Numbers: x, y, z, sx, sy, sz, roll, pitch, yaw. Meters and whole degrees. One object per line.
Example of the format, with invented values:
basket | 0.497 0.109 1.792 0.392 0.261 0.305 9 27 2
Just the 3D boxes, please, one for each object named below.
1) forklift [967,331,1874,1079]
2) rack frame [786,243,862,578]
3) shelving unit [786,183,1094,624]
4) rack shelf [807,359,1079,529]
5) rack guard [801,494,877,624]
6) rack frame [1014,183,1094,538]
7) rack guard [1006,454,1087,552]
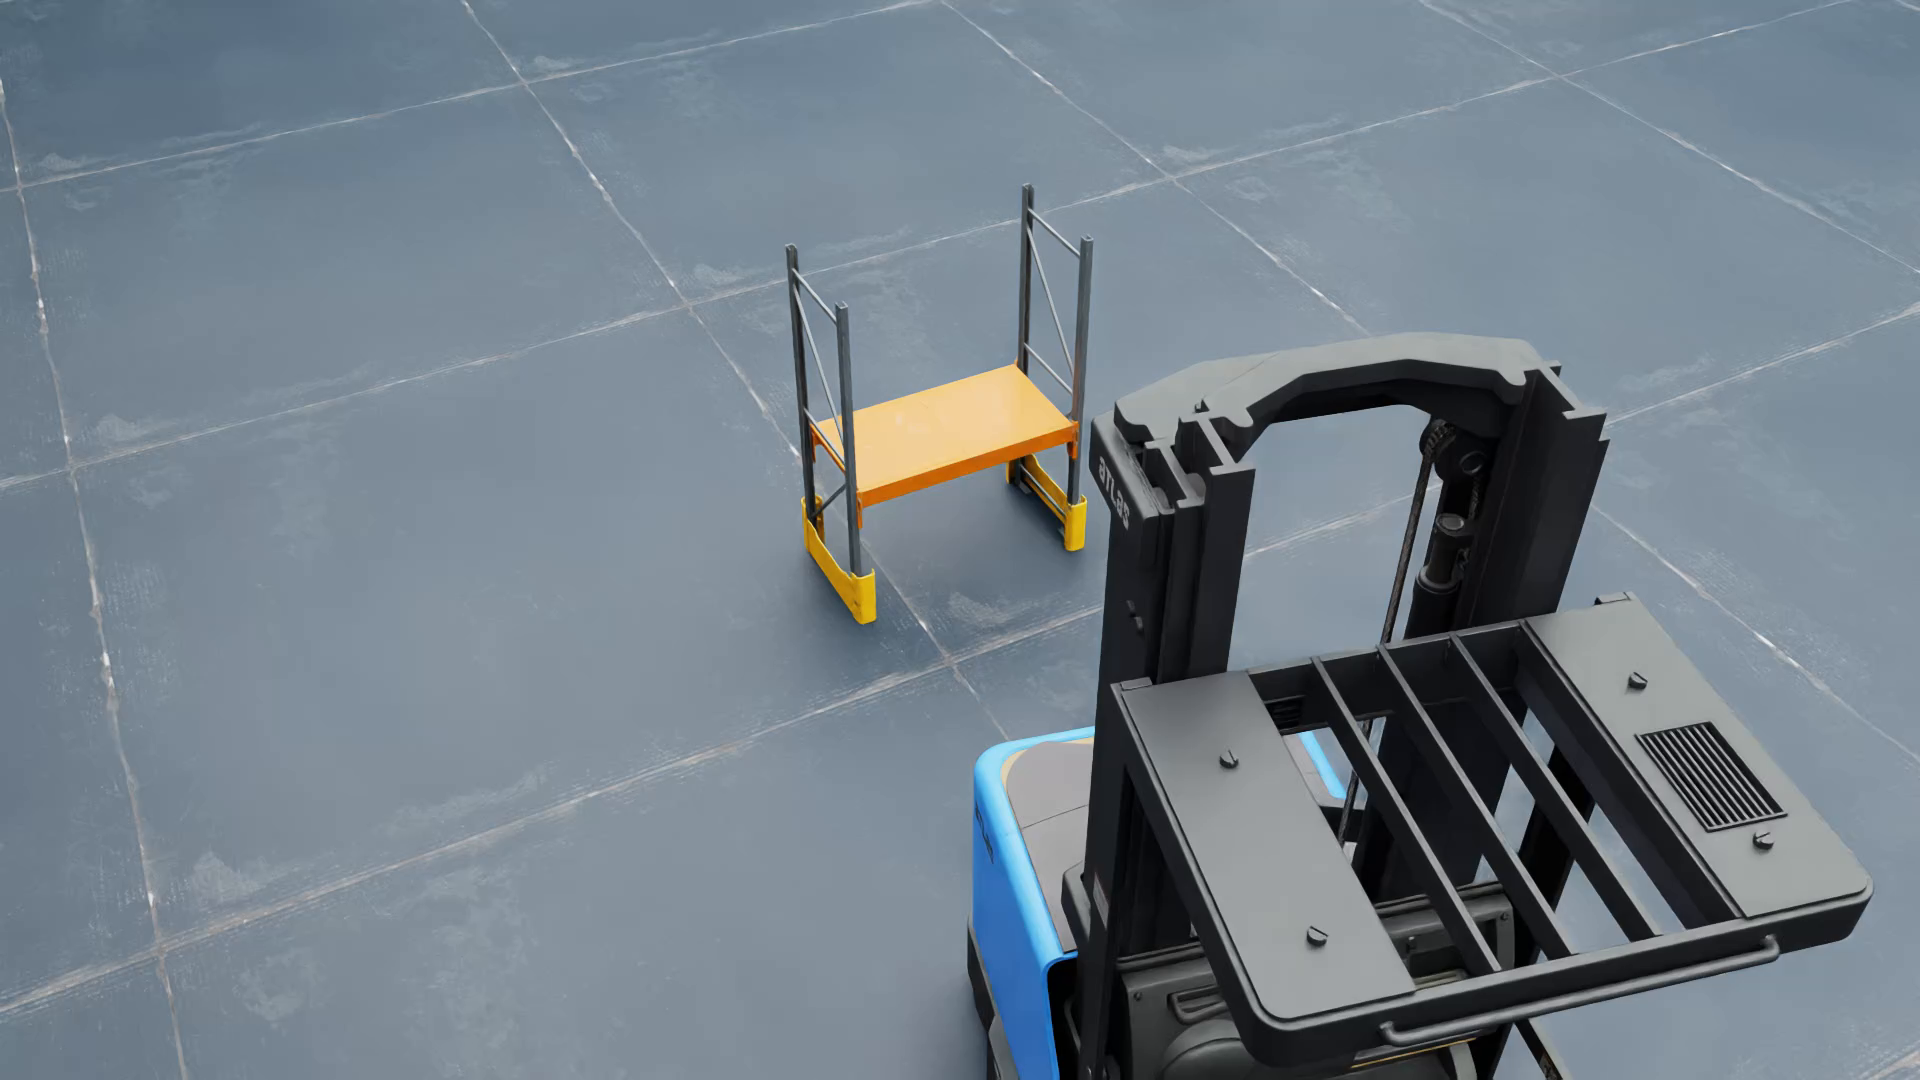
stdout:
forklift | 0.877 1.157 3.614 1.130 2.935 3.031 -9 41 -11
rack frame | -0.527 -0.395 6.556 0.032 1.500 0.500 -19 44 -21
shelving unit | -0.068 -0.550 6.739 1.083 1.500 0.587 -19 44 -21
rack shelf | -0.076 -0.410 6.852 1.000 0.185 0.538 -19 44 -21
rack guard | -0.509 0.076 6.967 0.087 0.250 0.587 -19 44 -21
rack frame | 0.375 -0.699 6.915 0.032 1.500 0.500 -19 44 -21
rack guard | 0.374 -0.221 7.318 0.087 0.250 0.587 -19 44 -21
